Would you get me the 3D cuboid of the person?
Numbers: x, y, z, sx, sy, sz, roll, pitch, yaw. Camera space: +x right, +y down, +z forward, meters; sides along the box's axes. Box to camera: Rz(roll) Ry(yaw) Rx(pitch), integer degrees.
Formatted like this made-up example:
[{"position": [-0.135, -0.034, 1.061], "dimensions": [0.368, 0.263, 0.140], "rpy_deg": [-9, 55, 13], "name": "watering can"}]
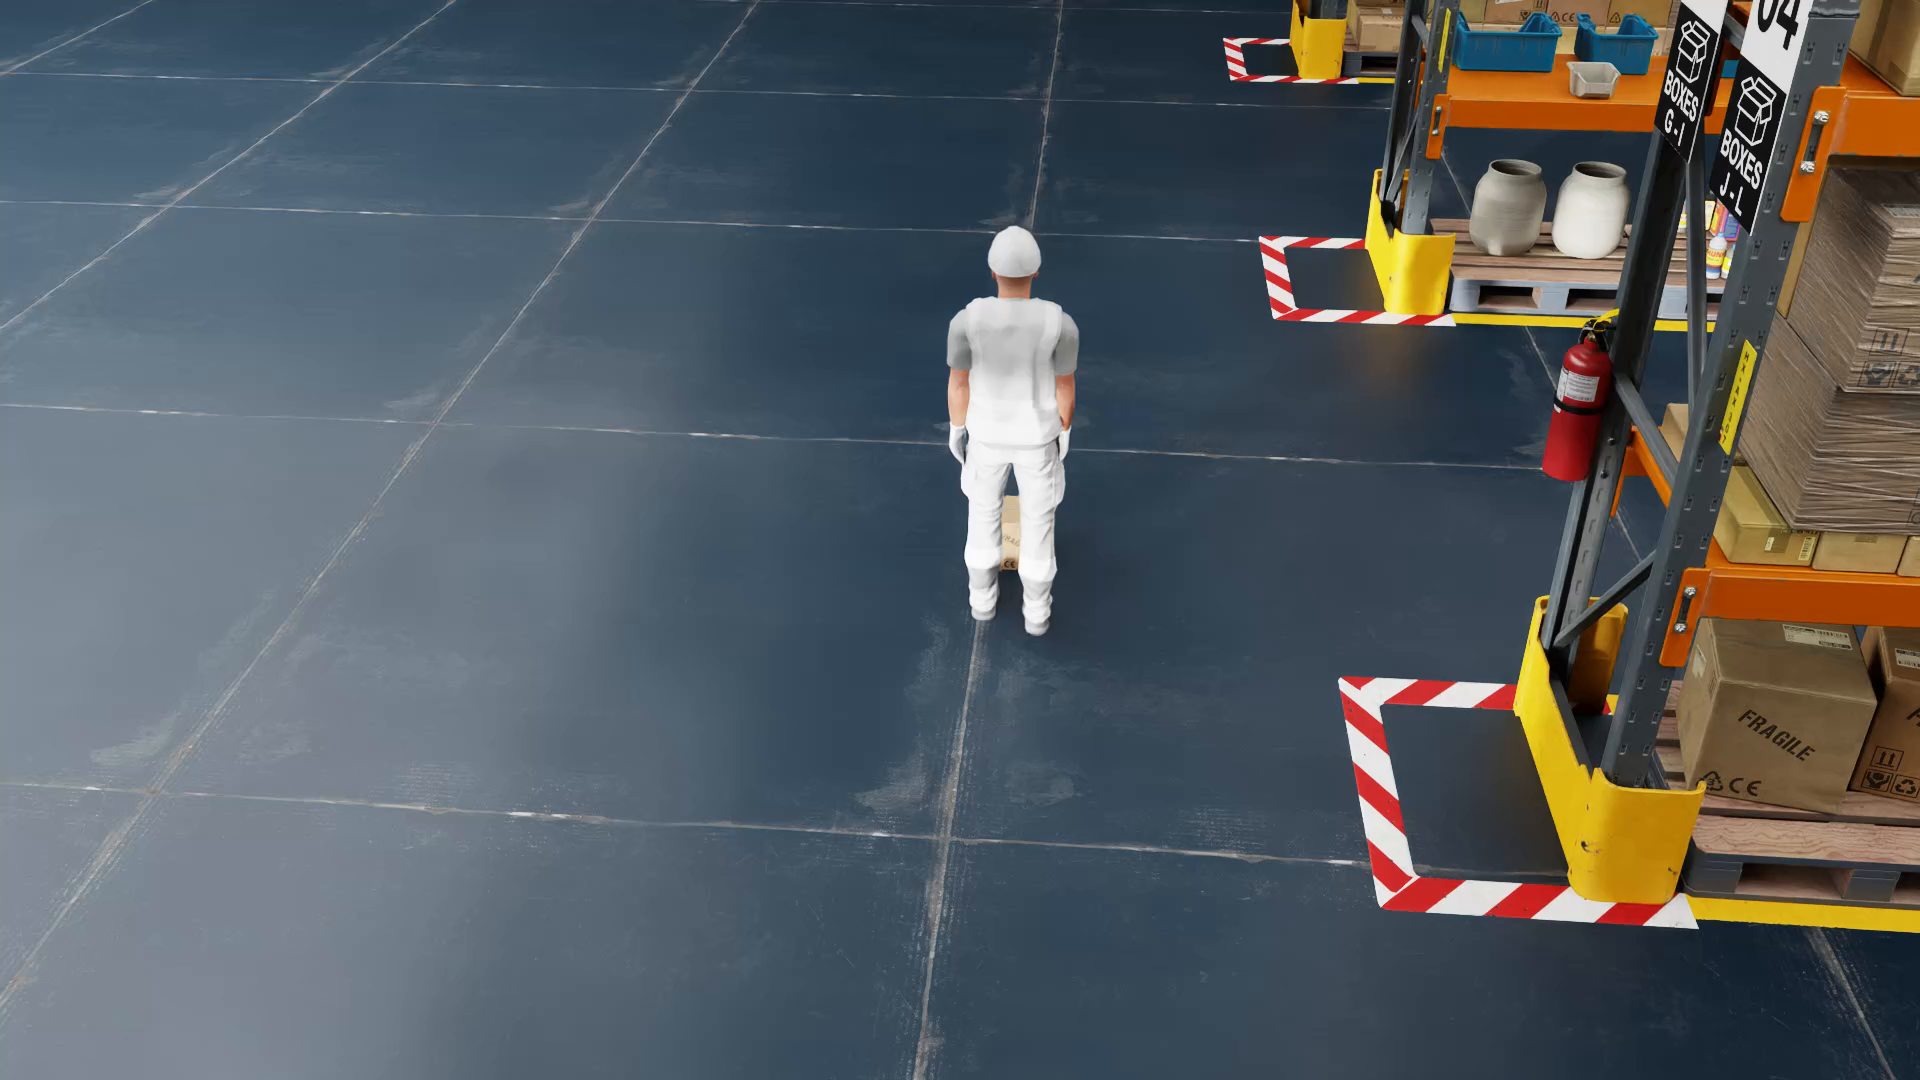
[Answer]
[{"position": [0.216, -0.450, 6.847], "dimensions": [0.522, 1.790, 0.387], "rpy_deg": [3, 32, 5], "name": "person"}]
